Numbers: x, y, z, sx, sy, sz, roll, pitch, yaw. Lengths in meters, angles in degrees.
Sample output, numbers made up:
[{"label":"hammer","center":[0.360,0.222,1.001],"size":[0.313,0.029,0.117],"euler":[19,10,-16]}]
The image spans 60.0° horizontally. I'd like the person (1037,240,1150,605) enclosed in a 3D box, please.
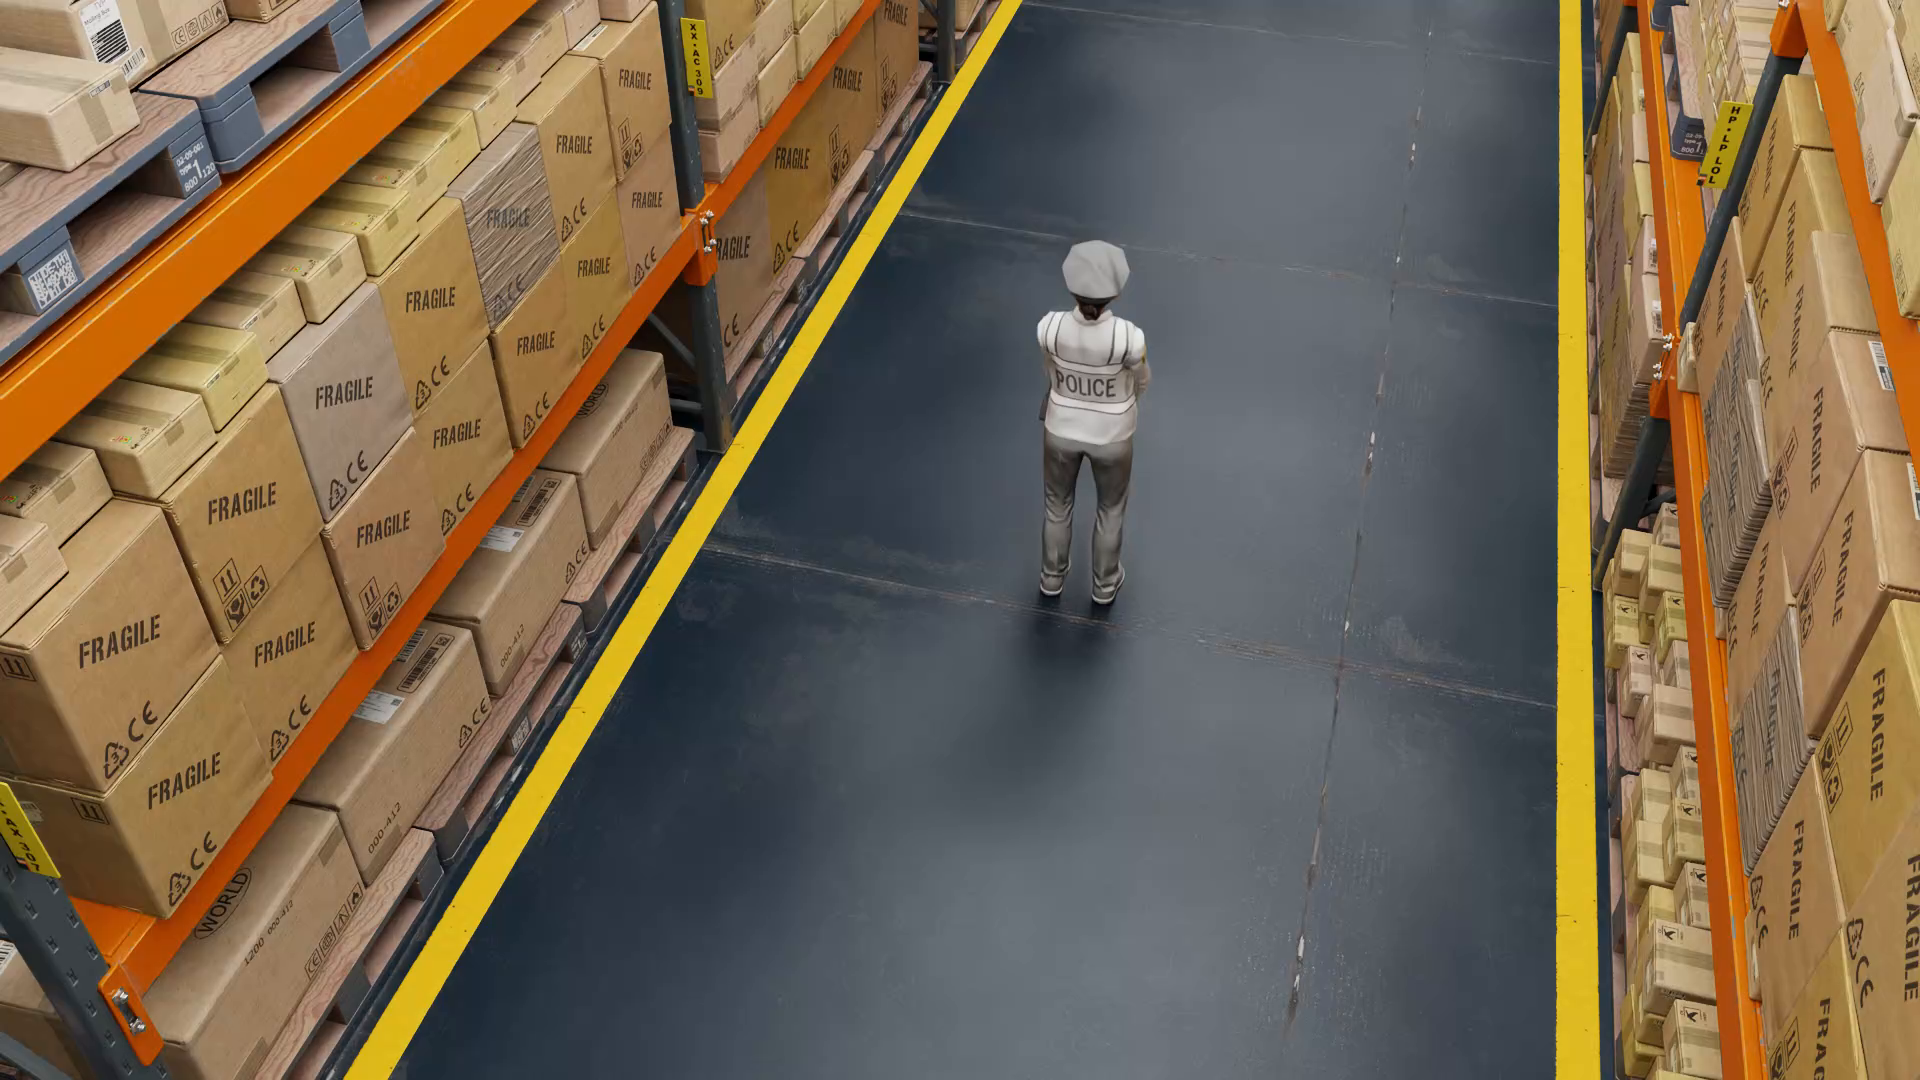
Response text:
[{"label":"person","center":[0.534,-0.494,6.706],"size":[0.435,1.691,0.525],"euler":[10,42,11]}]
